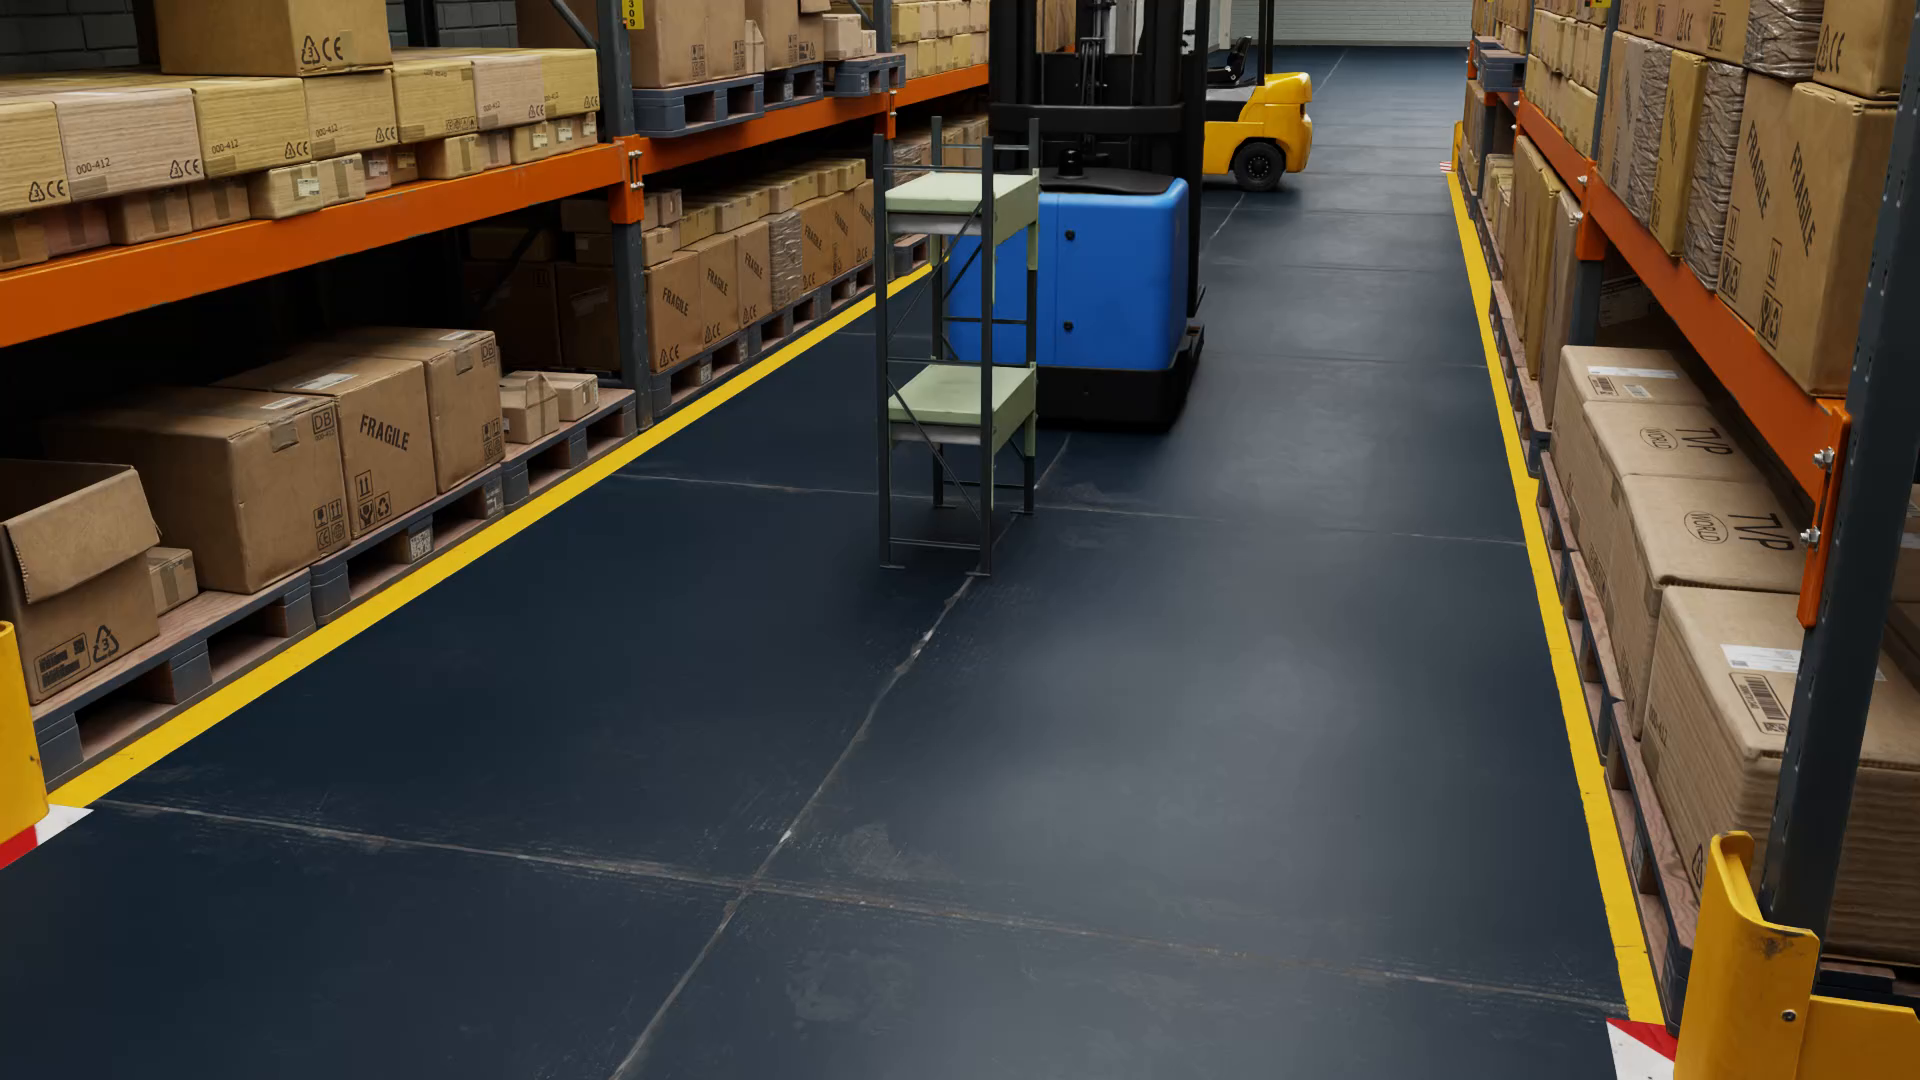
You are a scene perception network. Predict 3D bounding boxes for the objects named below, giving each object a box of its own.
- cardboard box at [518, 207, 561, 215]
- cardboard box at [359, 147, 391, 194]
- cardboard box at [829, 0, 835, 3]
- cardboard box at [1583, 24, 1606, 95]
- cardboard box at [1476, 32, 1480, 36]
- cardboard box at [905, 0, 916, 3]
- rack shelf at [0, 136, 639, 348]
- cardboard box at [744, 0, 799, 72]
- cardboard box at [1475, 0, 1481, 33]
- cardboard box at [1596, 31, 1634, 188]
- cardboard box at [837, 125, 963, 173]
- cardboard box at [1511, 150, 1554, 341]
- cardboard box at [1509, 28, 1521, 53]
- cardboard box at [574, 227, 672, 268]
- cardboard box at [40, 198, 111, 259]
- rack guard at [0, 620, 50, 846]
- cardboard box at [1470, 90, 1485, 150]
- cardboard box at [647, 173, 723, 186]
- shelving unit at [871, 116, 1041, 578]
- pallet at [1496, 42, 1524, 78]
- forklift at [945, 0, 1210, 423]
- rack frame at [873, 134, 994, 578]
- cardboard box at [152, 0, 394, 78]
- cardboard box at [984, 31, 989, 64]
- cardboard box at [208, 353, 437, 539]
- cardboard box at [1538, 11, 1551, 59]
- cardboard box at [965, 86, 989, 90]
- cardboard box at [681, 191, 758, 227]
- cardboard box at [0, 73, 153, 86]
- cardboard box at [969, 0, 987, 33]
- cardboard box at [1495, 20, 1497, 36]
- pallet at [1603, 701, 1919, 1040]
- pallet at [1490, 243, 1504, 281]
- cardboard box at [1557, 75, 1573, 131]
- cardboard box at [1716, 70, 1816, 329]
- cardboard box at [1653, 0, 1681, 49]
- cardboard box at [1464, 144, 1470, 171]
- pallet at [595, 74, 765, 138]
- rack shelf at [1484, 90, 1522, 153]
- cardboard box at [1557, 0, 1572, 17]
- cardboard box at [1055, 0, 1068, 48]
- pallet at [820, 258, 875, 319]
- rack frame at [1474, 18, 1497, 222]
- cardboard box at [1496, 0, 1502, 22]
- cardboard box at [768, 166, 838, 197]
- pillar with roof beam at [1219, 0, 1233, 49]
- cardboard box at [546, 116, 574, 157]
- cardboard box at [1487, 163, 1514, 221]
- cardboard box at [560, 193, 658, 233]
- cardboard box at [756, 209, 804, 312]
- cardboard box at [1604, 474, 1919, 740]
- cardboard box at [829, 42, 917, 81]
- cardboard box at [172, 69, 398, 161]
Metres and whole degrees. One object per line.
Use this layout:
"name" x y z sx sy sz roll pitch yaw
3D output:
"cardboard box" -2.003 -1.587 8.406 0.380 0.149 0.250 5 19 14
"cardboard box" -2.151 -1.245 5.581 0.380 0.149 0.250 5 19 13
"cardboard box" -1.063 -3.692 11.198 0.380 0.149 0.250 5 20 15
"cardboard box" 2.762 -1.898 6.563 0.500 0.250 0.500 5 19 13
"cardboard box" 5.241 -4.894 16.265 0.380 0.149 0.250 5 19 14
"cardboard box" -0.519 -3.734 11.322 0.380 0.149 0.250 5 20 15
"rack shelf" -2.412 -0.999 5.584 1.077 0.370 4.000 5 19 13
"cardboard box" -1.270 -2.754 8.807 0.700 0.500 0.500 5 19 13
"cardboard box" 5.191 -5.076 15.792 0.500 0.500 0.500 4 19 12
"cardboard box" 2.522 -1.496 5.772 0.500 0.500 0.500 5 20 15
"cardboard box" -0.465 -2.906 13.078 0.875 0.625 0.625 4 19 11
"cardboard box" 3.396 -1.533 8.673 0.875 0.875 0.875 5 19 14
"cardboard box" 3.733 -3.202 10.661 0.380 0.149 0.250 4 19 13
"cardboard box" -1.578 -1.380 7.802 0.380 0.149 0.250 6 20 16
"cardboard box" -2.507 -0.843 4.404 0.380 0.149 0.250 4 19 13
"rack guard" -2.883 0.447 4.106 1.175 0.500 0.348 5 19 13
"cardboard box" 4.975 -3.861 15.296 0.500 0.500 0.500 6 20 16
"cardboard box" -1.623 -2.075 9.835 0.380 0.149 0.250 4 19 12
"shelving unit" 0.002 -0.712 5.951 0.431 1.500 0.755 5 19 13
"pallet" 4.312 -3.362 11.686 1.003 0.211 1.213 5 19 13
"forklift" 0.736 -2.356 8.550 1.130 2.935 3.031 4 19 11
"rack frame" -0.088 -0.597 5.615 0.400 1.500 0.023 5 19 13
"cardboard box" -2.163 -1.728 5.218 0.500 0.500 0.500 5 20 15
"cardboard box" 0.044 -4.066 13.683 0.500 0.250 0.500 5 19 13
"cardboard box" -2.187 -0.335 5.745 0.500 0.500 0.500 5 19 14
"cardboard box" 3.377 -2.693 8.891 0.500 0.250 0.500 5 20 15
"cardboard box" 0.073 -4.174 15.824 0.500 0.250 0.500 4 19 13
"cardboard box" -1.320 -1.794 9.015 0.380 0.149 0.250 5 20 15
"cardboard box" -2.793 -1.264 5.018 0.500 0.250 0.500 5 20 15
"cardboard box" -0.090 -4.143 13.136 0.500 0.250 0.500 5 19 14
"cardboard box" 4.404 -4.014 13.038 0.380 0.149 0.250 5 19 14
"pallet" 2.033 0.741 3.691 1.003 0.211 1.213 5 19 13
"pallet" 4.060 -1.754 10.997 1.003 0.211 1.213 5 19 13
"cardboard box" 3.023 -1.981 7.579 0.500 0.250 0.500 4 19 12
"cardboard box" 1.912 -0.697 3.433 0.500 0.500 0.500 4 19 12
"cardboard box" 2.274 -1.648 4.670 0.500 0.500 0.500 5 19 14
"cardboard box" 5.104 -3.672 15.900 0.500 0.250 0.500 6 20 17
"pallet" -1.623 -2.117 8.042 1.003 0.211 1.213 5 19 13
"rack shelf" 4.356 -3.115 11.781 1.077 0.370 4.000 5 19 13
"cardboard box" 3.130 -2.739 7.865 0.500 0.500 0.500 5 19 14
"cardboard box" 0.770 -5.119 16.378 0.500 0.500 0.500 5 19 14
"pallet" -1.166 -1.669 10.748 1.003 0.211 1.213 5 19 13
"rack frame" 4.845 -4.083 13.500 1.000 3.000 0.127 5 19 13
"cardboard box" 4.196 -4.034 12.094 0.500 0.500 0.500 5 19 13
"cardboard box" -0.965 -2.201 10.204 0.380 0.149 0.250 4 19 12
"pillar with roof beam" 11.468 -17.482 43.448 9.100 9.000 0.400 5 19 13
"cardboard box" -1.799 -1.644 6.749 0.380 0.149 0.250 5 20 15
"cardboard box" 4.547 -2.648 12.714 0.950 0.372 0.625 6 20 17
"cardboard box" -1.637 -1.526 7.768 0.380 0.149 0.250 4 19 12
"cardboard box" -1.208 -1.602 9.453 0.500 0.500 0.500 4 19 11
"cardboard box" 2.193 0.190 4.305 0.875 0.438 0.875 5 20 15
"cardboard box" -0.601 -3.269 11.348 0.500 0.250 0.500 5 19 14
"cardboard box" -2.181 -1.382 5.365 0.500 0.250 0.500 4 19 12
